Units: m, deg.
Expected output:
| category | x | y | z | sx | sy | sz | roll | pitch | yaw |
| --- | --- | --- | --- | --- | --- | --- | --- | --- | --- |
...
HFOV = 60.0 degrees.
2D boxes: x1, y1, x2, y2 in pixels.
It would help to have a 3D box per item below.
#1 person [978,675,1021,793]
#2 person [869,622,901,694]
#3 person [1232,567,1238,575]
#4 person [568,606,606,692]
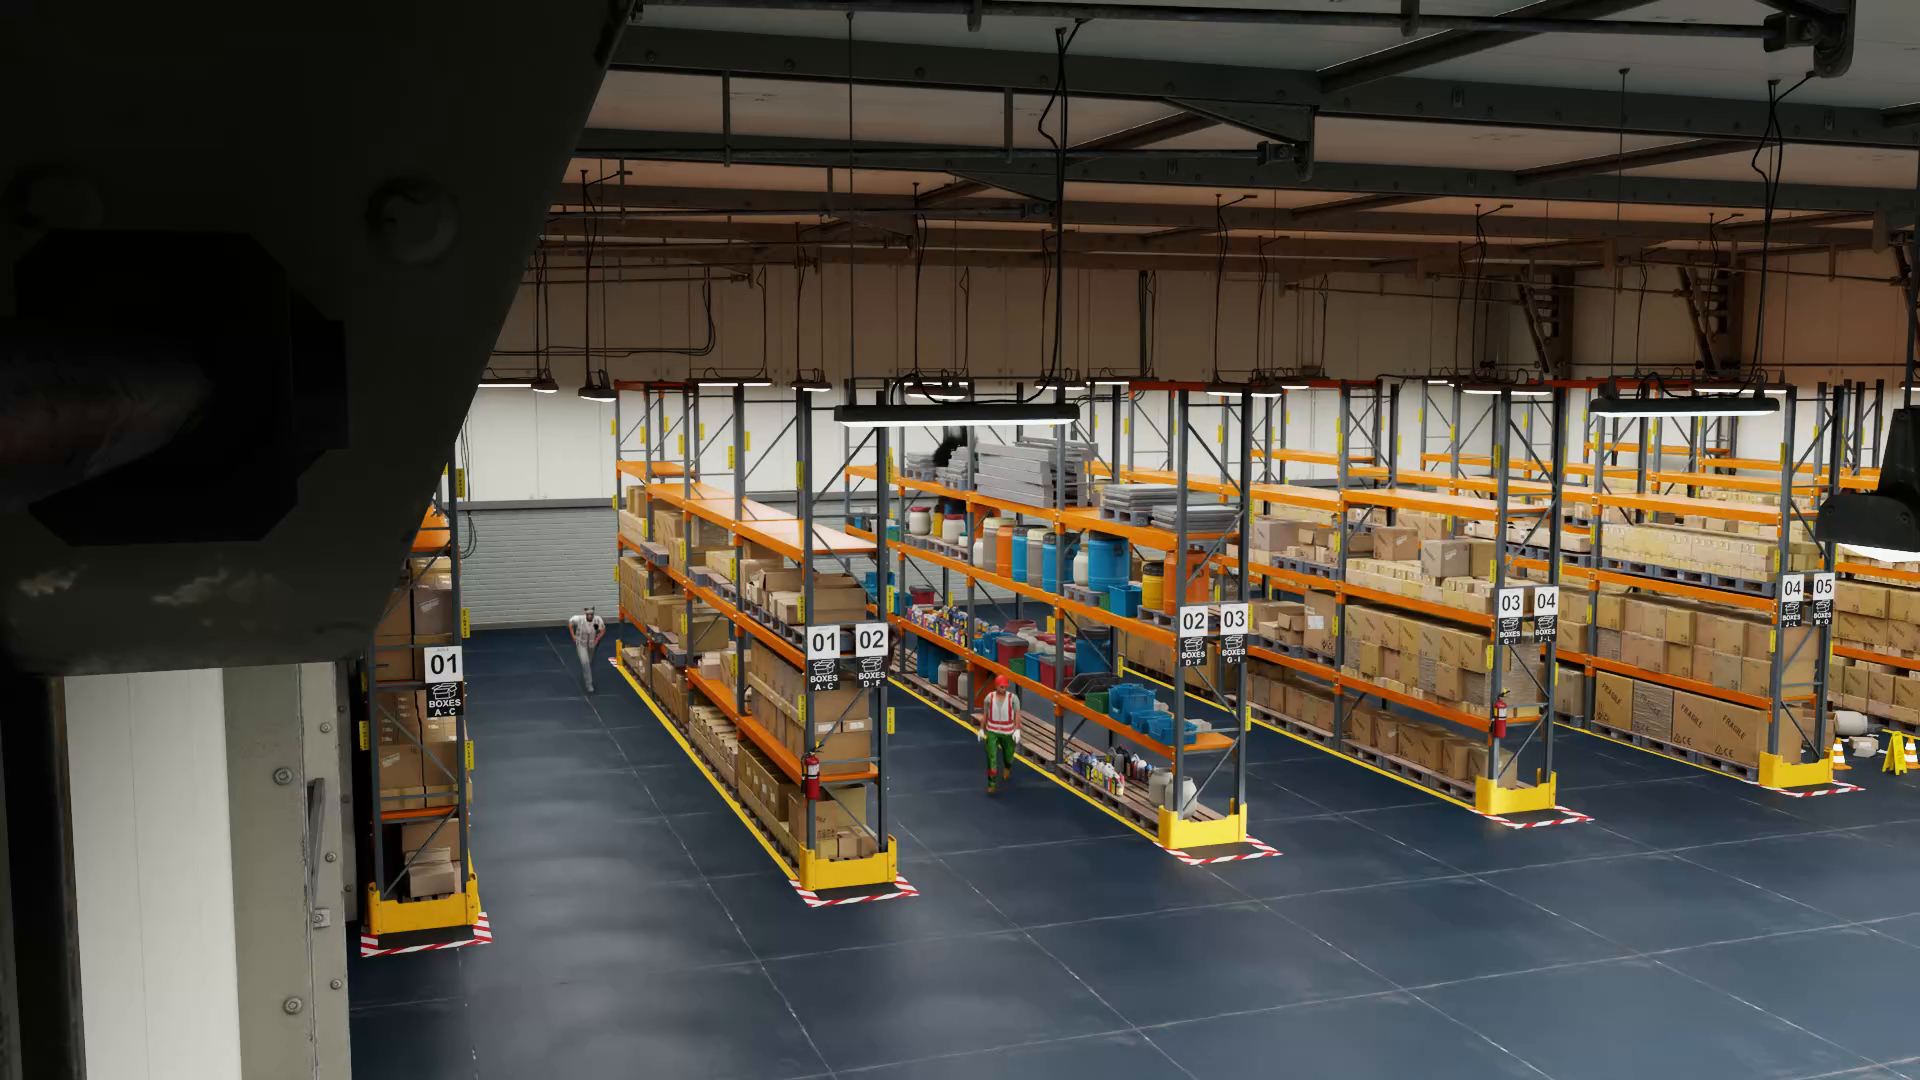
| category | x | y | z | sx | sy | sz | roll | pitch | yaw |
| --- | --- | --- | --- | --- | --- | --- | --- | --- | --- |
| person | 0.583 | 2.843 | 24.741 | 0.642 | 1.739 | 0.936 | 0 | 6 | 4 |
| person | -1.477 | 2.163 | 31.579 | 0.721 | 1.754 | 0.920 | 0 | 6 | 0 |
| person | 7.007 | 1.134 | 41.506 | 0.710 | 1.738 | 0.598 | -5 | 8 | -42 |
| person | -7.307 | 2.090 | 32.567 | 0.705 | 1.720 | 1.030 | -2 | 6 | -18 |
